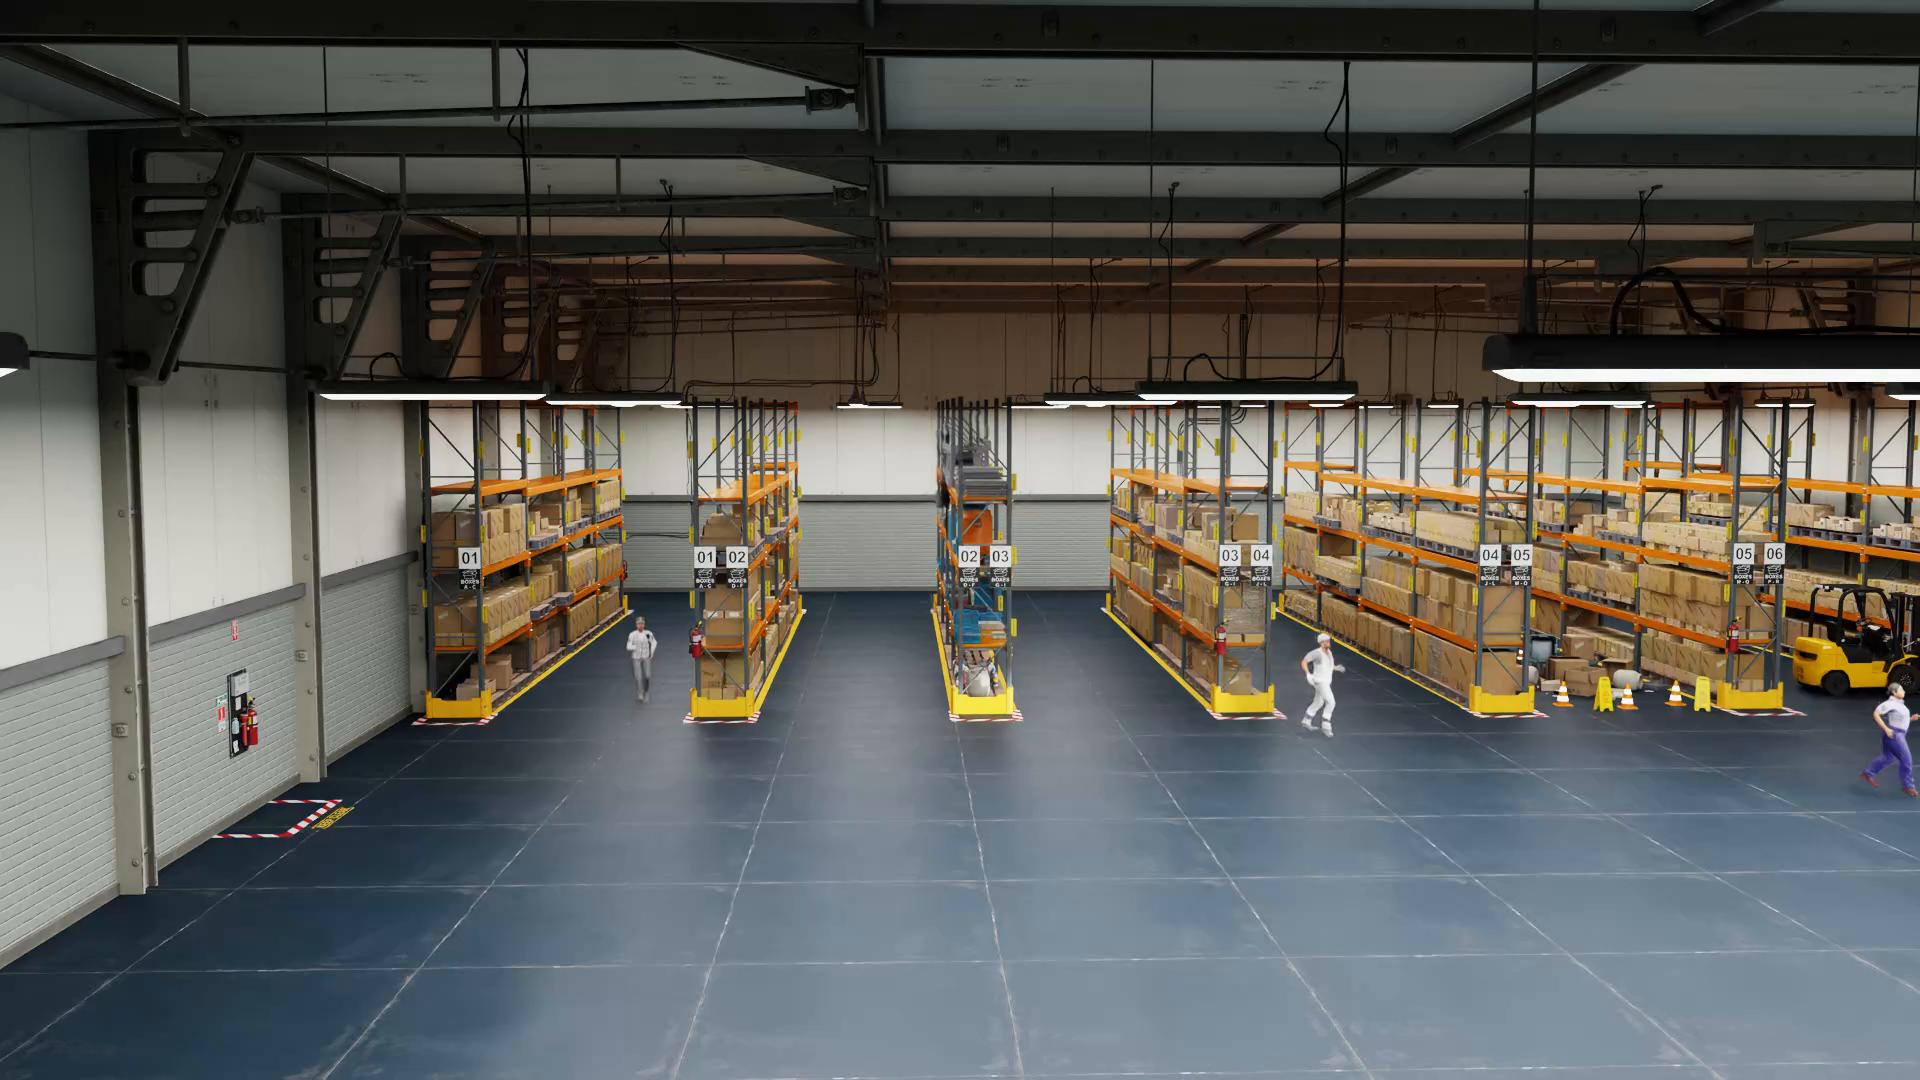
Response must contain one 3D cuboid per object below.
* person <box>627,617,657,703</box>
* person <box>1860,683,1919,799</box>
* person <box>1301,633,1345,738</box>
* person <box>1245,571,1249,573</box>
[{"bbox_3d":[-6.250,2.363,32.710,0.594,1.706,0.638,-1,5,-14],"label":"person"},{"bbox_3d":[13.958,2.968,24.865,0.878,1.677,0.591,3,5,36],"label":"person"},{"bbox_3d":[6.416,2.566,29.468,0.787,1.844,0.636,3,5,34],"label":"person"},{"bbox_3d":[7.988,1.278,47.972,0.720,1.514,0.613,1,5,18],"label":"person"}]
